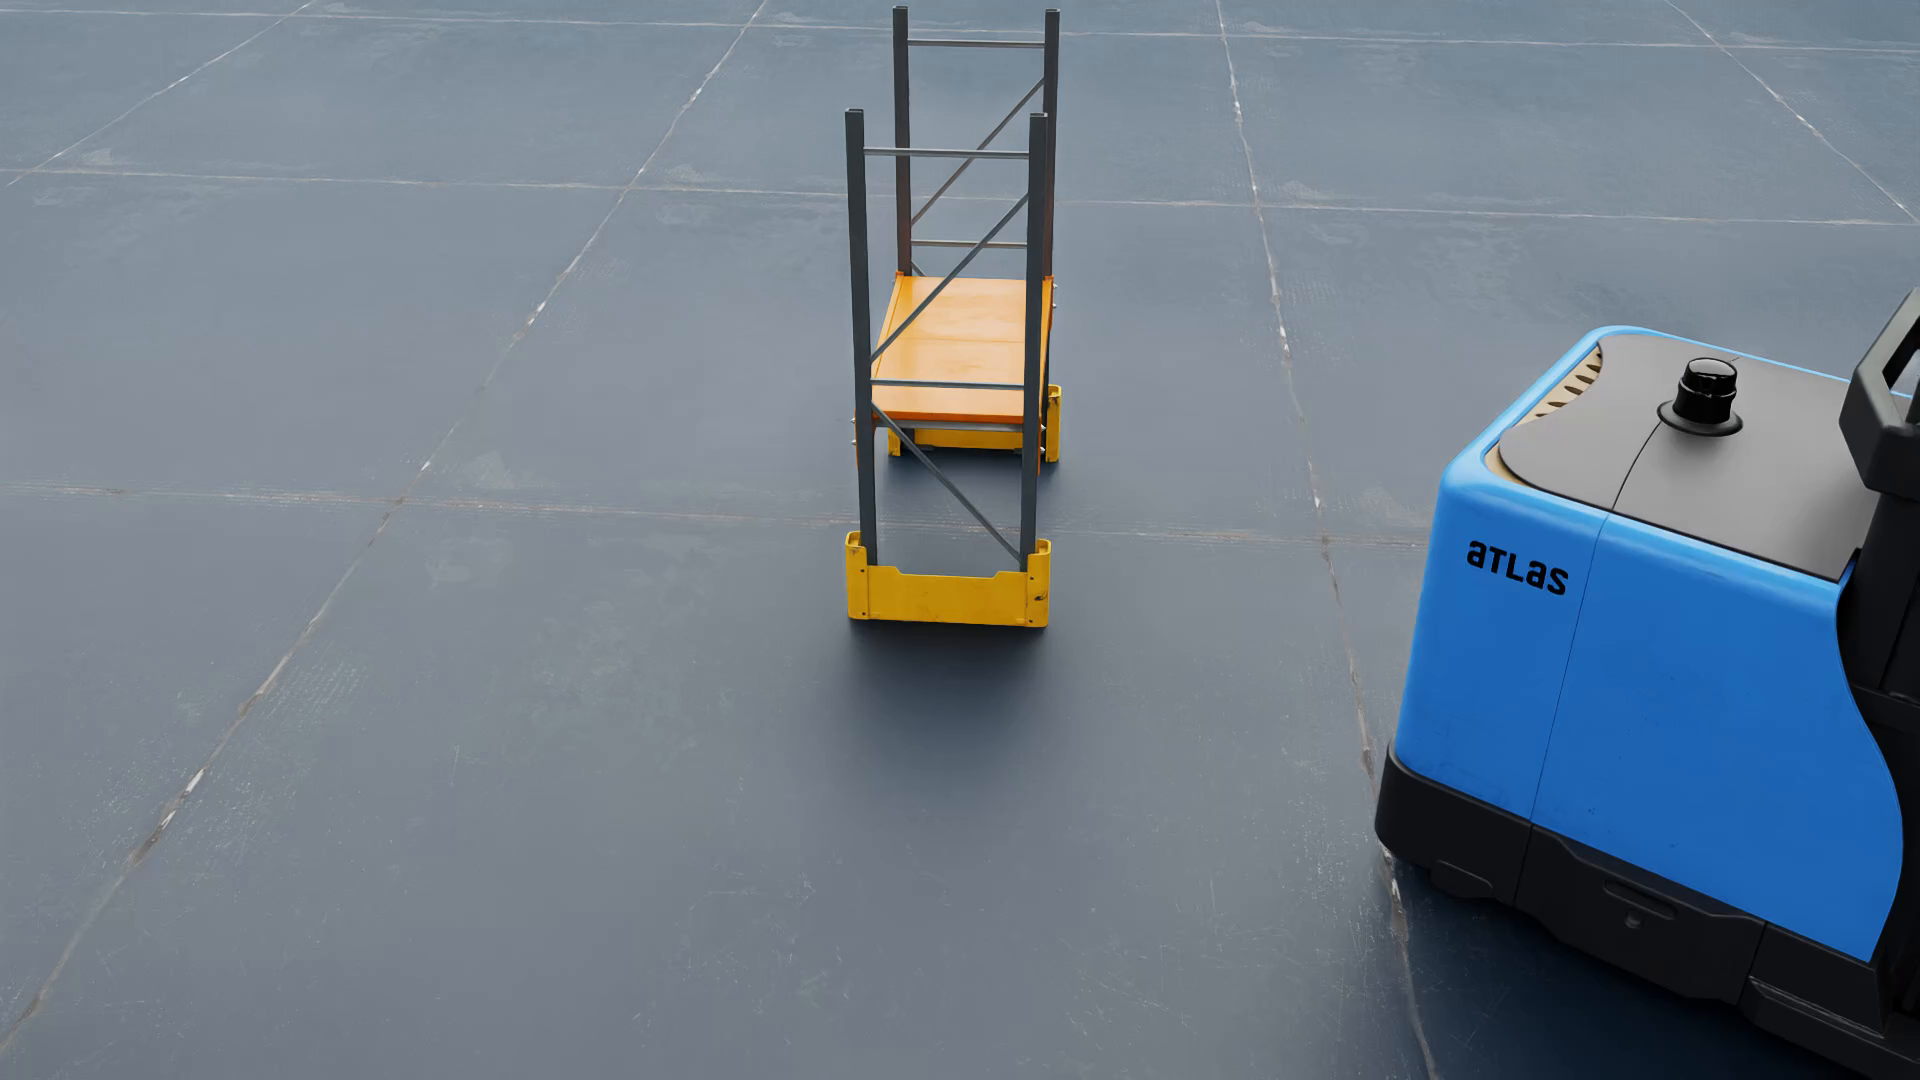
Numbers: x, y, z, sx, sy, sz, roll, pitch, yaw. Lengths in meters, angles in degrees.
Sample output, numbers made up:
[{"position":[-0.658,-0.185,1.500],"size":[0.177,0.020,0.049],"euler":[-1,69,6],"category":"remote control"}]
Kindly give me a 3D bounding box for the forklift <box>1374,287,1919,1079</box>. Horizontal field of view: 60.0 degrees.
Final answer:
[{"position":[2.472,-0.212,2.800],"size":[3.031,2.935,1.130],"euler":[22,38,31],"category":"forklift"}]

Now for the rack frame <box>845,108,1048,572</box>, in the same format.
[{"position":[-0.034,-0.417,4.498],"size":[0.500,1.500,0.032],"euler":[2,32,4],"category":"rack frame"}]

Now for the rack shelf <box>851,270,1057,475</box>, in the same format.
[{"position":[0.007,-0.530,5.023],"size":[0.538,0.185,1.000],"euler":[2,32,4],"category":"rack shelf"}]

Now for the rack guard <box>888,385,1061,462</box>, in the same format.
[{"position":[0.047,-0.407,5.672],"size":[0.587,0.250,0.087],"euler":[2,32,4],"category":"rack guard"}]

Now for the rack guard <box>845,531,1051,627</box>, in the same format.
[{"position":[-0.034,0.114,4.827],"size":[0.587,0.250,0.087],"euler":[2,32,4],"category":"rack guard"}]

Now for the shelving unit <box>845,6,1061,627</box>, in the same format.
[{"position":[0.006,-0.678,4.921],"size":[0.587,1.500,1.083],"euler":[2,32,4],"category":"shelving unit"}]

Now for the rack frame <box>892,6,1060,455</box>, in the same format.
[{"position":[0.048,-0.949,5.360],"size":[0.500,1.500,0.032],"euler":[2,32,4],"category":"rack frame"}]
